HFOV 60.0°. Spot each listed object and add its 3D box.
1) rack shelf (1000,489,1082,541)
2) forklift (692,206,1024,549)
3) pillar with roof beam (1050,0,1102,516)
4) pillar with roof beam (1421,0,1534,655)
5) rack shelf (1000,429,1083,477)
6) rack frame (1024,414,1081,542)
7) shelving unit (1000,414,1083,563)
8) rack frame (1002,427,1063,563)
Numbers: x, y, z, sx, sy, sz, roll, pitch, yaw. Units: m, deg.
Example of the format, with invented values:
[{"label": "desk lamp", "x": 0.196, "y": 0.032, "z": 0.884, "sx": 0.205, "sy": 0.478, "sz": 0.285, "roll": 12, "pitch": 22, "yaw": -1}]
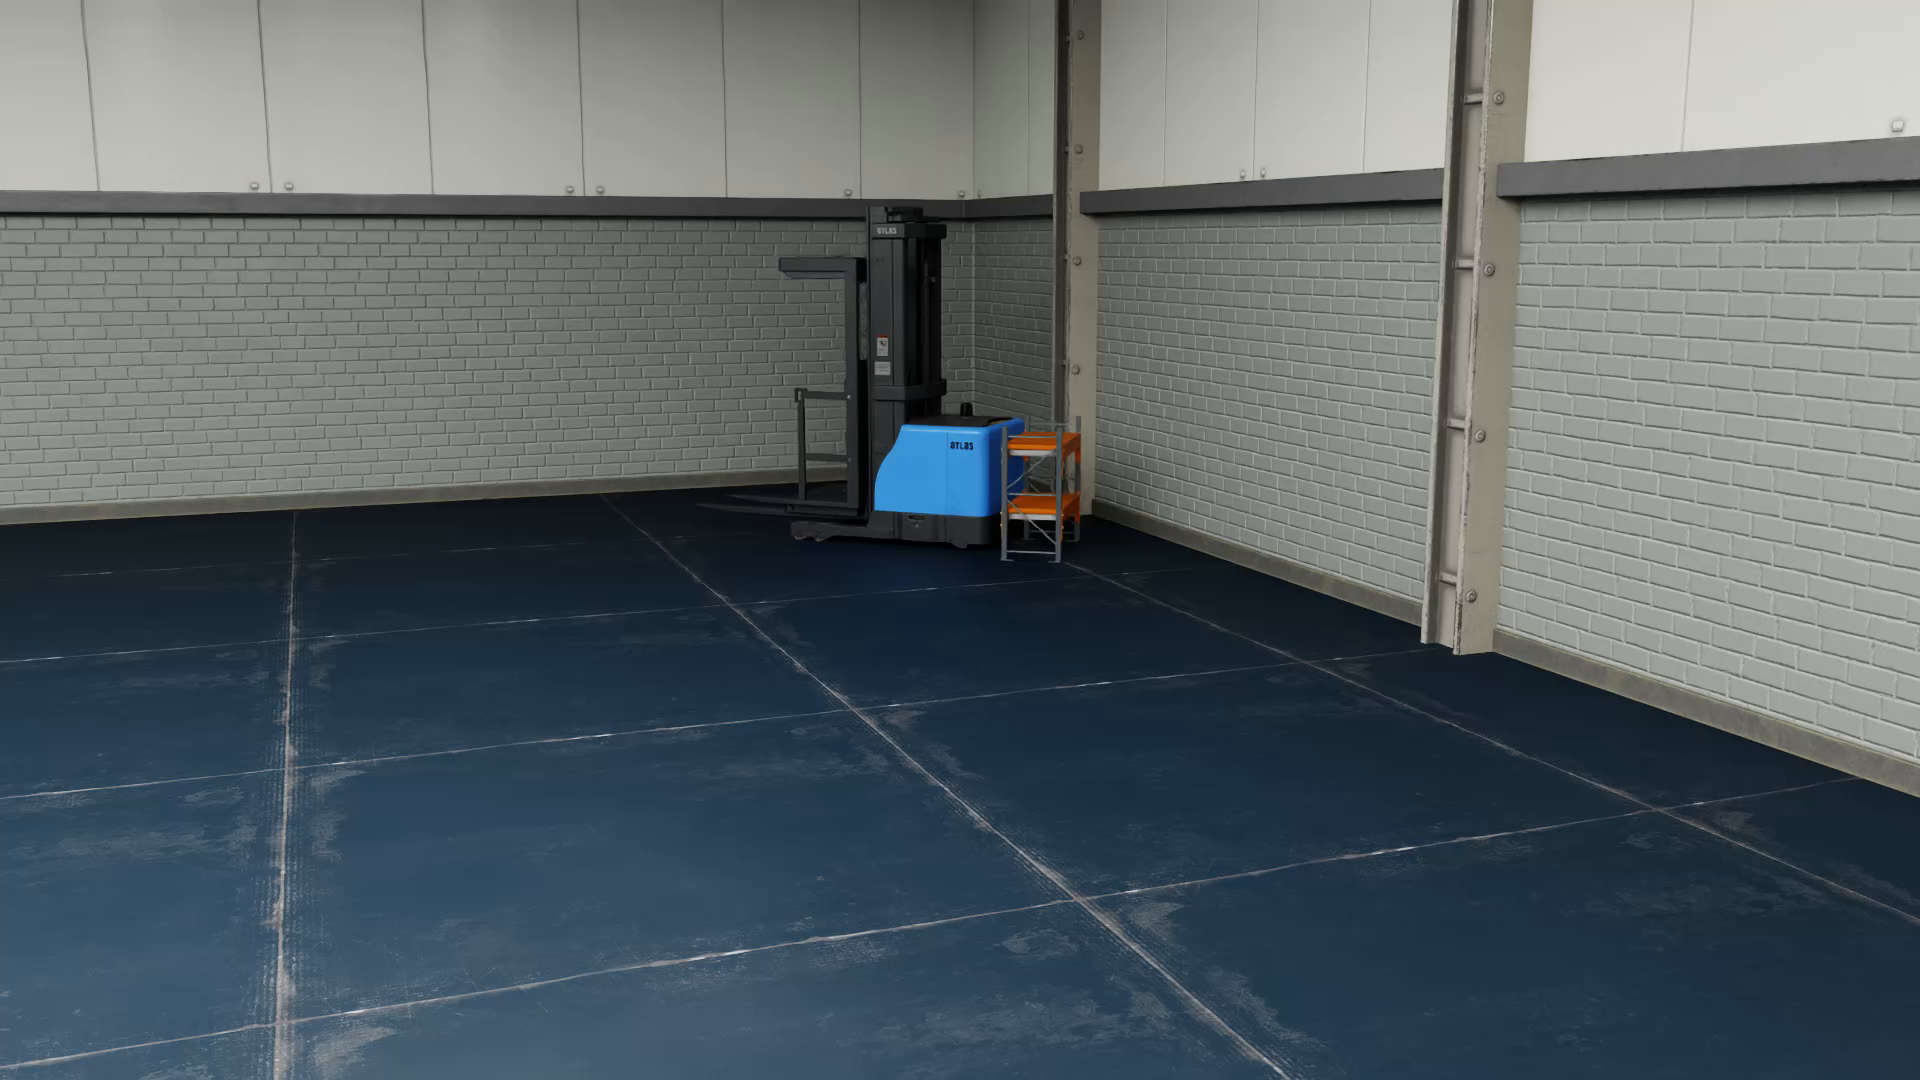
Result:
[{"label": "rack shelf", "x": 0.709, "y": -0.221, "z": 14.348, "sx": 0.538, "sy": 0.278, "sz": 1.000, "roll": 2, "pitch": 10, "yaw": 13}, {"label": "forklift", "x": -0.975, "y": -1.511, "z": 15.044, "sx": 3.031, "sy": 2.935, "sz": 1.130, "roll": 4, "pitch": 11, "yaw": 22}, {"label": "pillar with roof beam", "x": -2.900, "y": -4.435, "z": 14.159, "sx": 9.100, "sy": 9.000, "sz": 0.400, "roll": -4, "pitch": 11, "yaw": -21}, {"label": "pillar with roof beam", "x": -0.726, "y": -3.456, "z": 8.653, "sx": 9.100, "sy": 9.000, "sz": 0.400, "roll": -4, "pitch": 11, "yaw": -21}, {"label": "rack shelf", "x": 0.709, "y": -0.750, "z": 14.254, "sx": 0.538, "sy": 0.278, "sz": 1.000, "roll": 2, "pitch": 10, "yaw": 13}, {"label": "rack frame", "x": 0.821, "y": -0.549, "z": 14.793, "sx": 0.500, "sy": 1.125, "sz": 0.032, "roll": 2, "pitch": 10, "yaw": 13}, {"label": "shelving unit", "x": 0.709, "y": -0.462, "z": 14.305, "sx": 0.538, "sy": 1.125, "sz": 1.048, "roll": 2, "pitch": 10, "yaw": 13}, {"label": "rack frame", "x": 0.596, "y": -0.375, "z": 13.817, "sx": 0.500, "sy": 1.125, "sz": 0.032, "roll": 2, "pitch": 10, "yaw": 13}]
